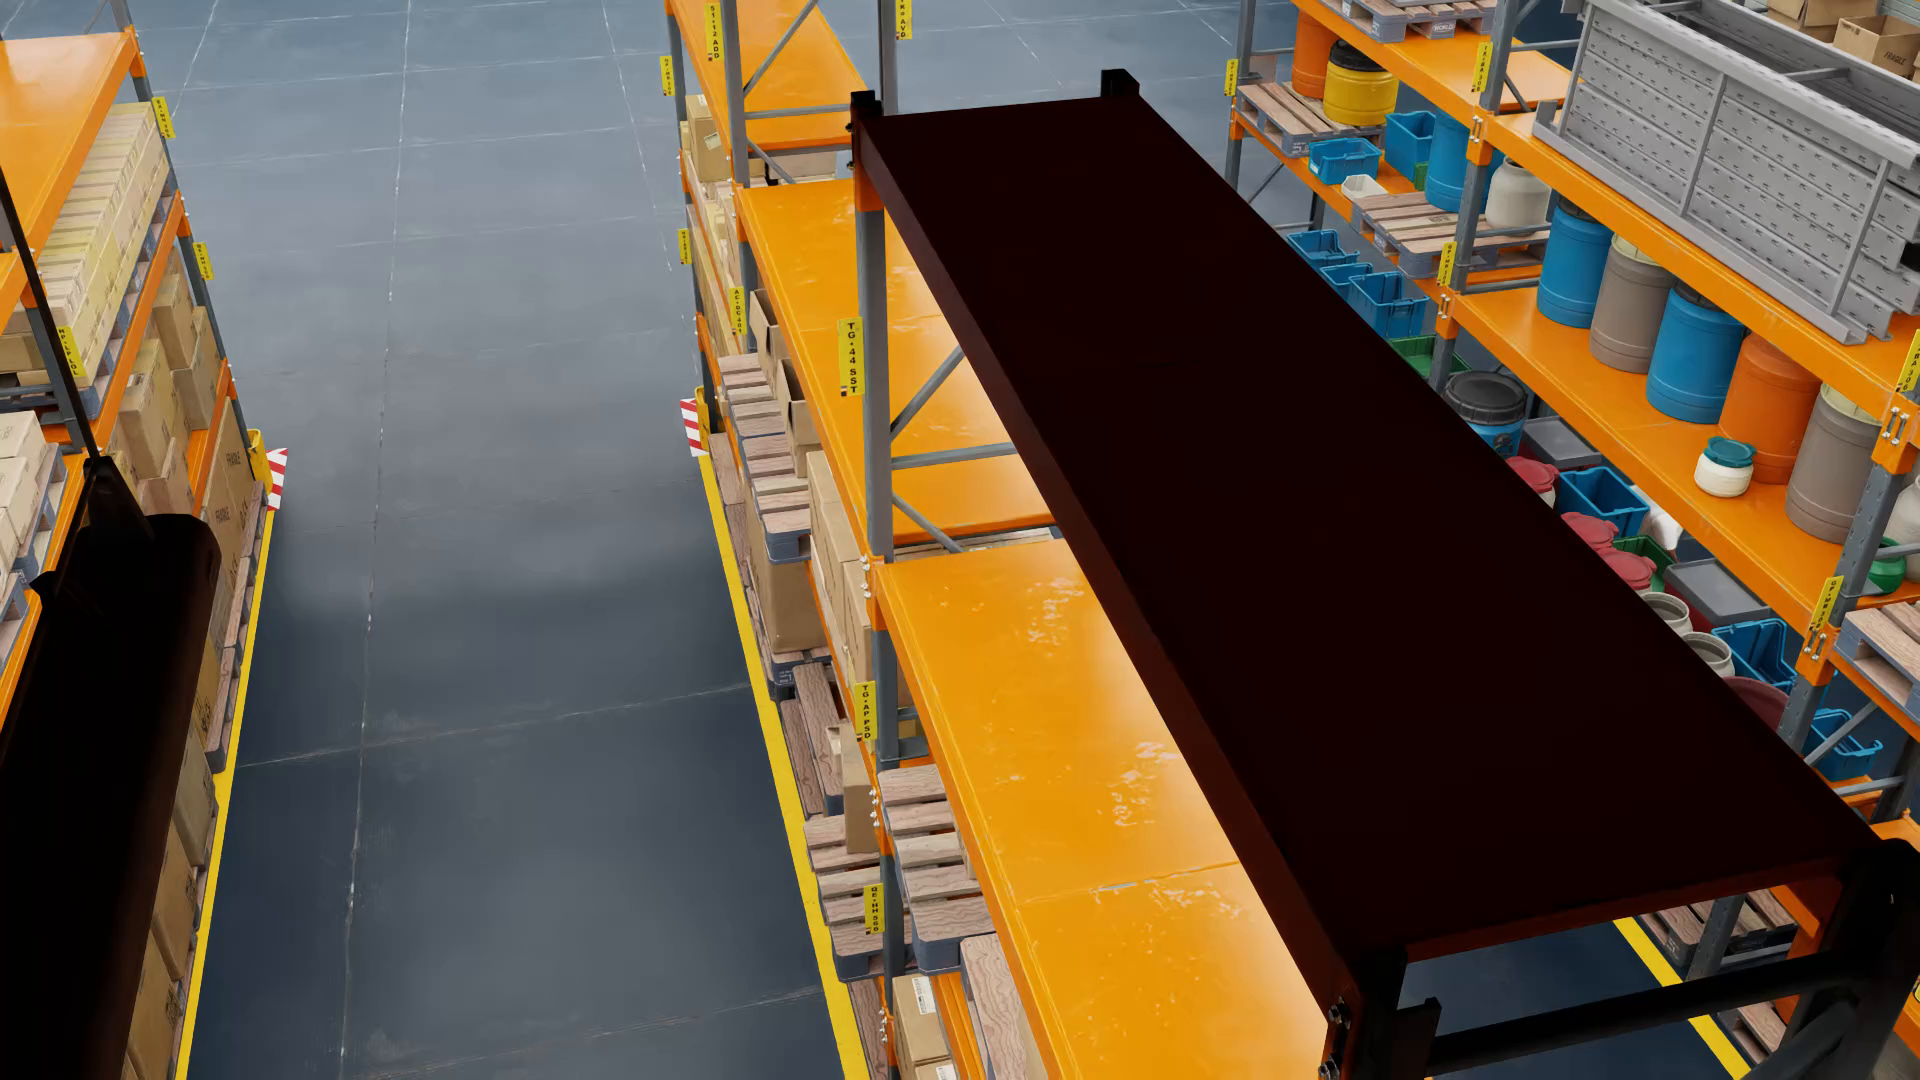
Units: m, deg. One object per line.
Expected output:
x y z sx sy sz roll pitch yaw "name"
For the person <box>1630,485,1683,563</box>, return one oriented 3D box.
5.080 0.171 12.312 0.910 1.751 0.584 2 34 3 "person"
